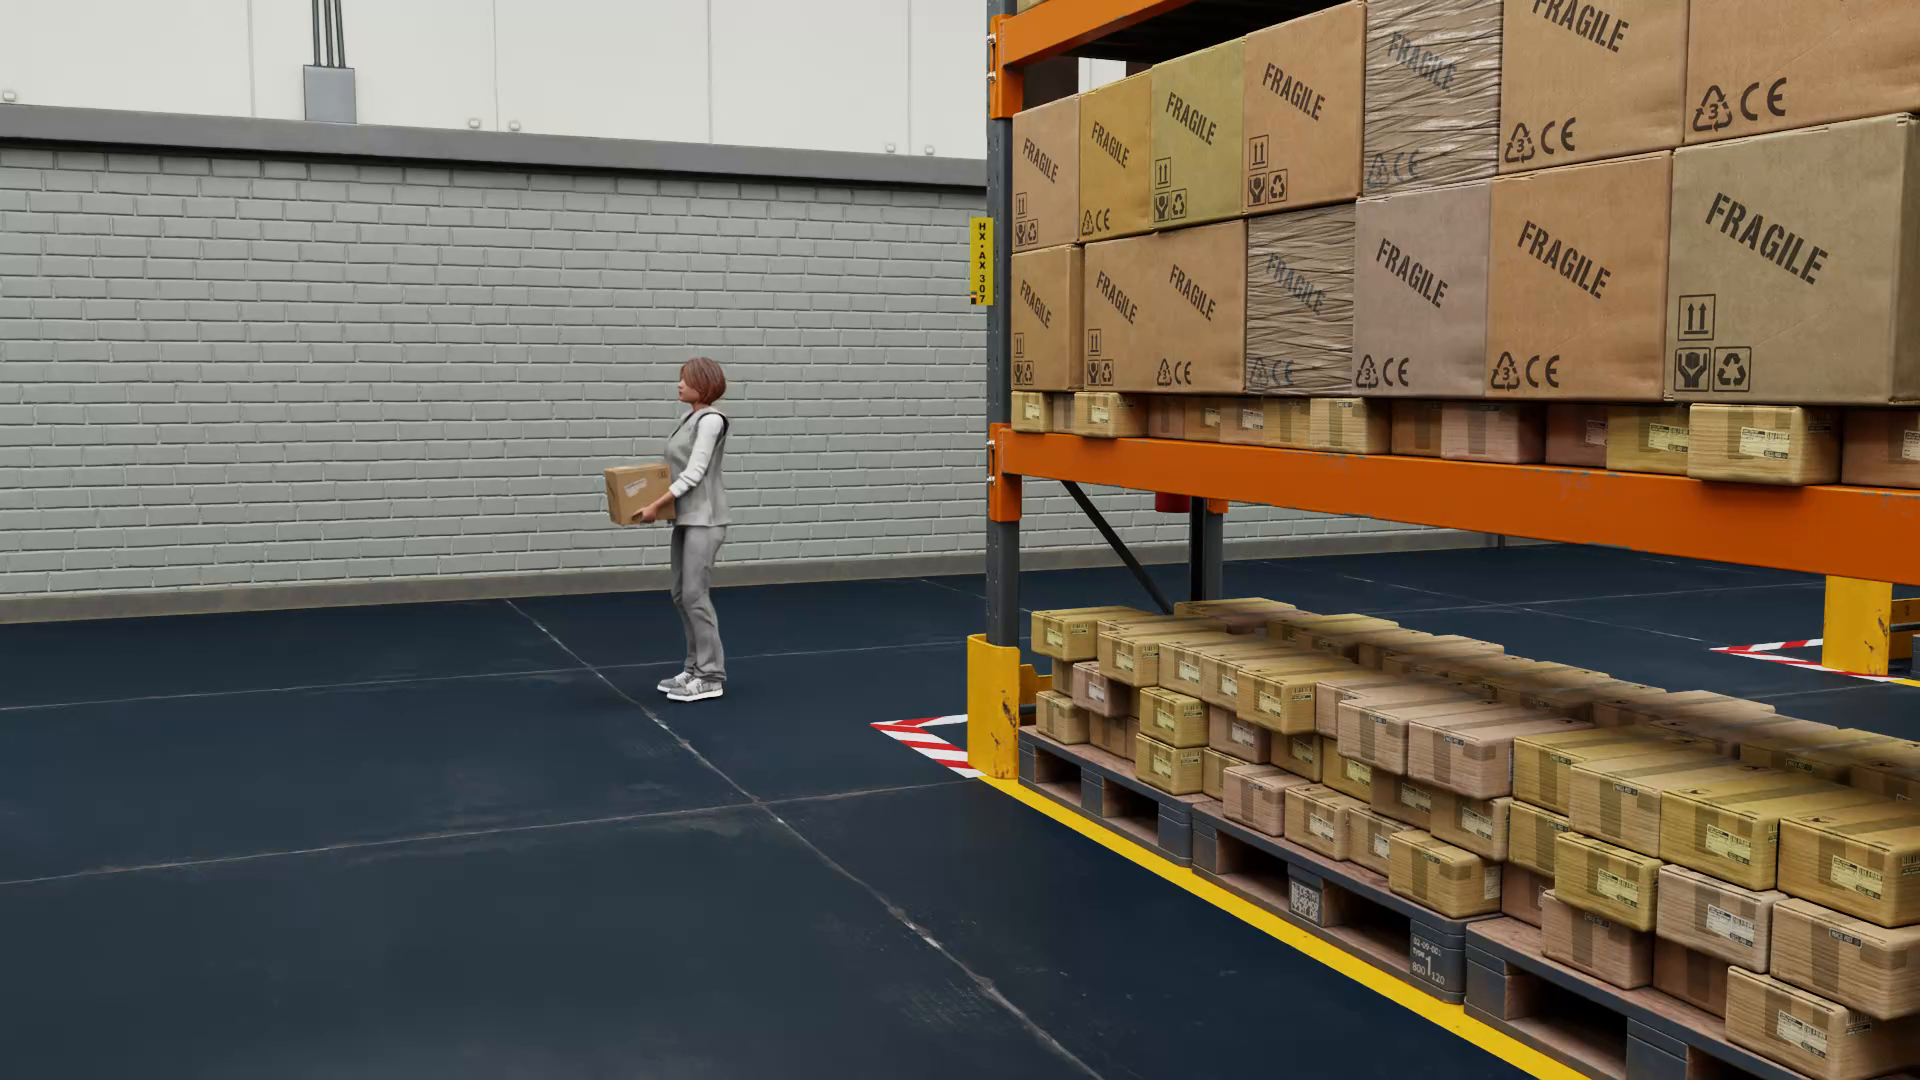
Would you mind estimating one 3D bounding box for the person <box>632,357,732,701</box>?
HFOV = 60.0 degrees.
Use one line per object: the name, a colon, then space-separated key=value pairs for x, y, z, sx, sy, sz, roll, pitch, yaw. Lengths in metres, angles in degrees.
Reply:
person: x=-1.316 y=-0.055 z=7.762 sx=0.492 sy=1.594 sz=0.419 roll=-2 pitch=6 yaw=-24
